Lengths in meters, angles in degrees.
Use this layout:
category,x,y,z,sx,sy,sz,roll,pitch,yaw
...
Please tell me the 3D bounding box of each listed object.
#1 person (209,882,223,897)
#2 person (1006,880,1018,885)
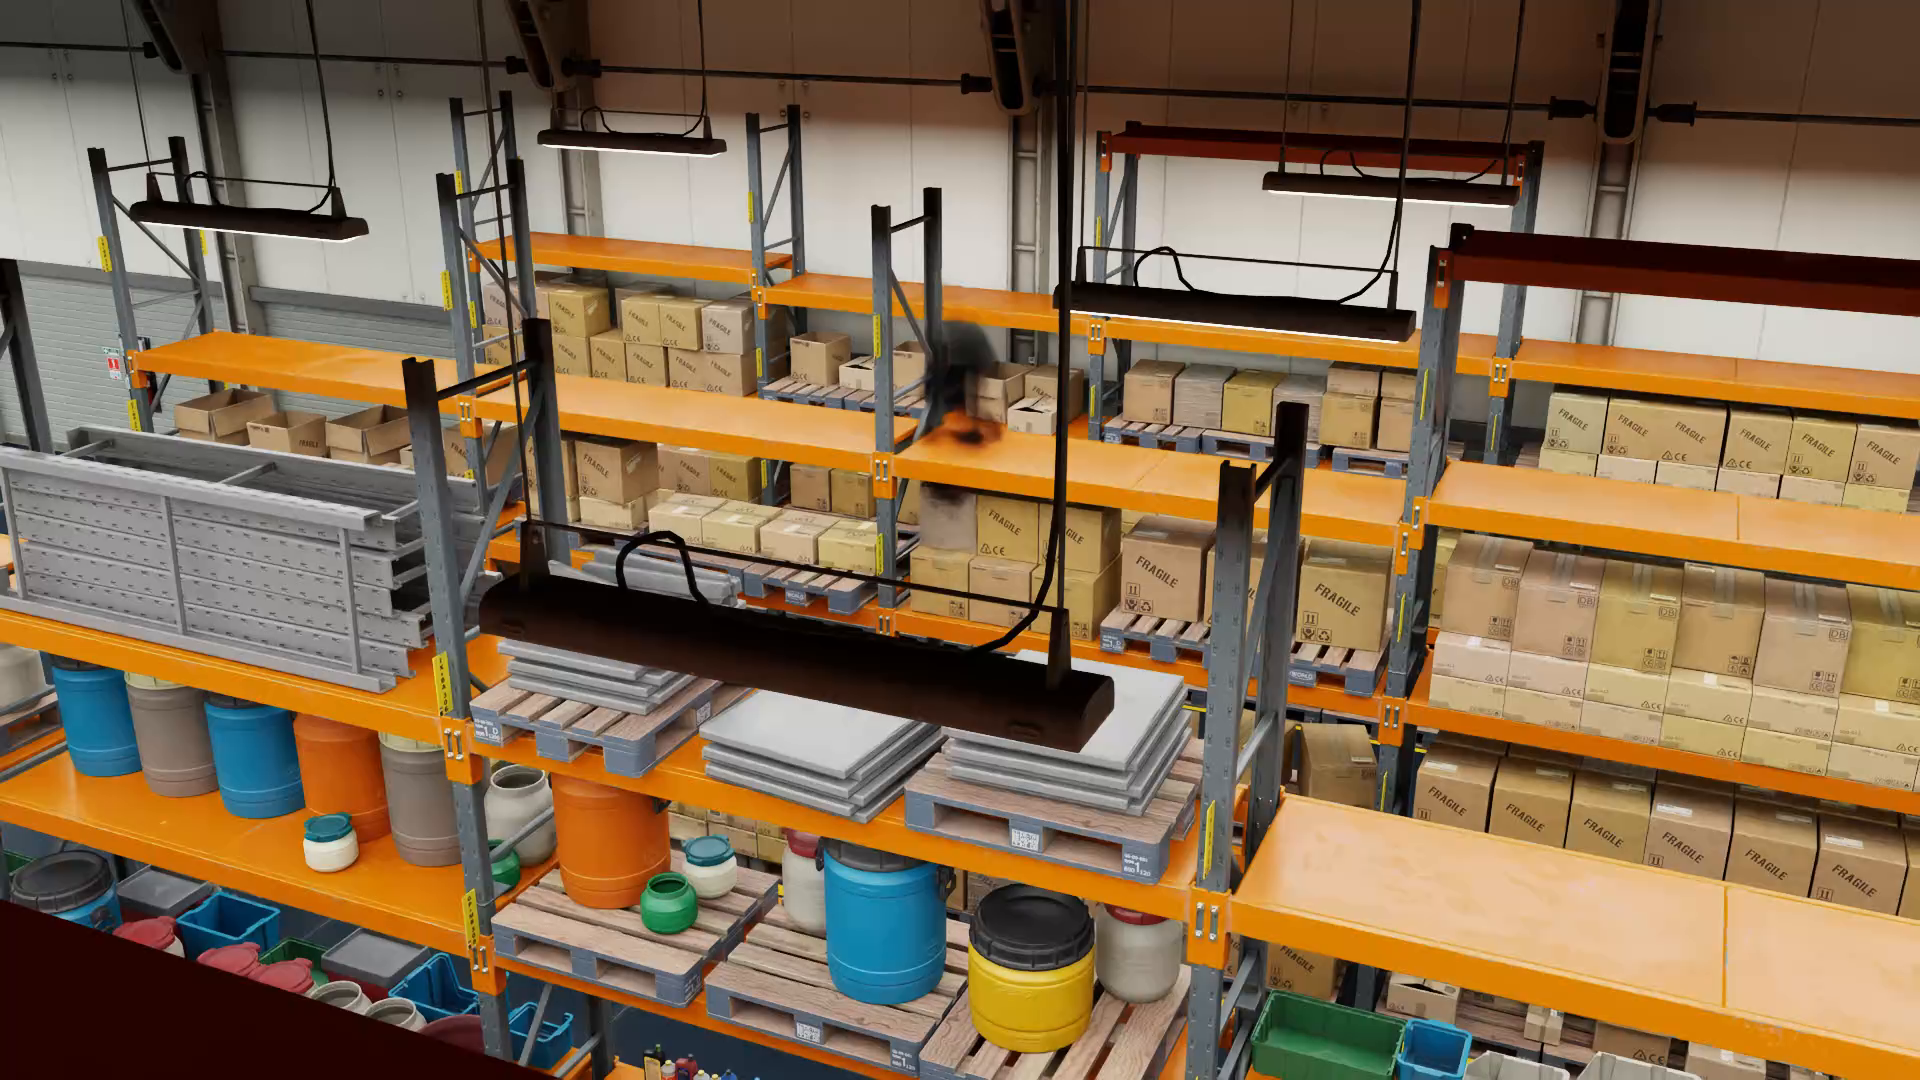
category,x,y,z,sx,sy,sz,roll,pitch,yaw
person,-6.114,2.533,13.364,0.739,1.763,0.666,12,24,28
person,0.482,3.052,12.033,0.925,1.791,0.733,4,21,11
